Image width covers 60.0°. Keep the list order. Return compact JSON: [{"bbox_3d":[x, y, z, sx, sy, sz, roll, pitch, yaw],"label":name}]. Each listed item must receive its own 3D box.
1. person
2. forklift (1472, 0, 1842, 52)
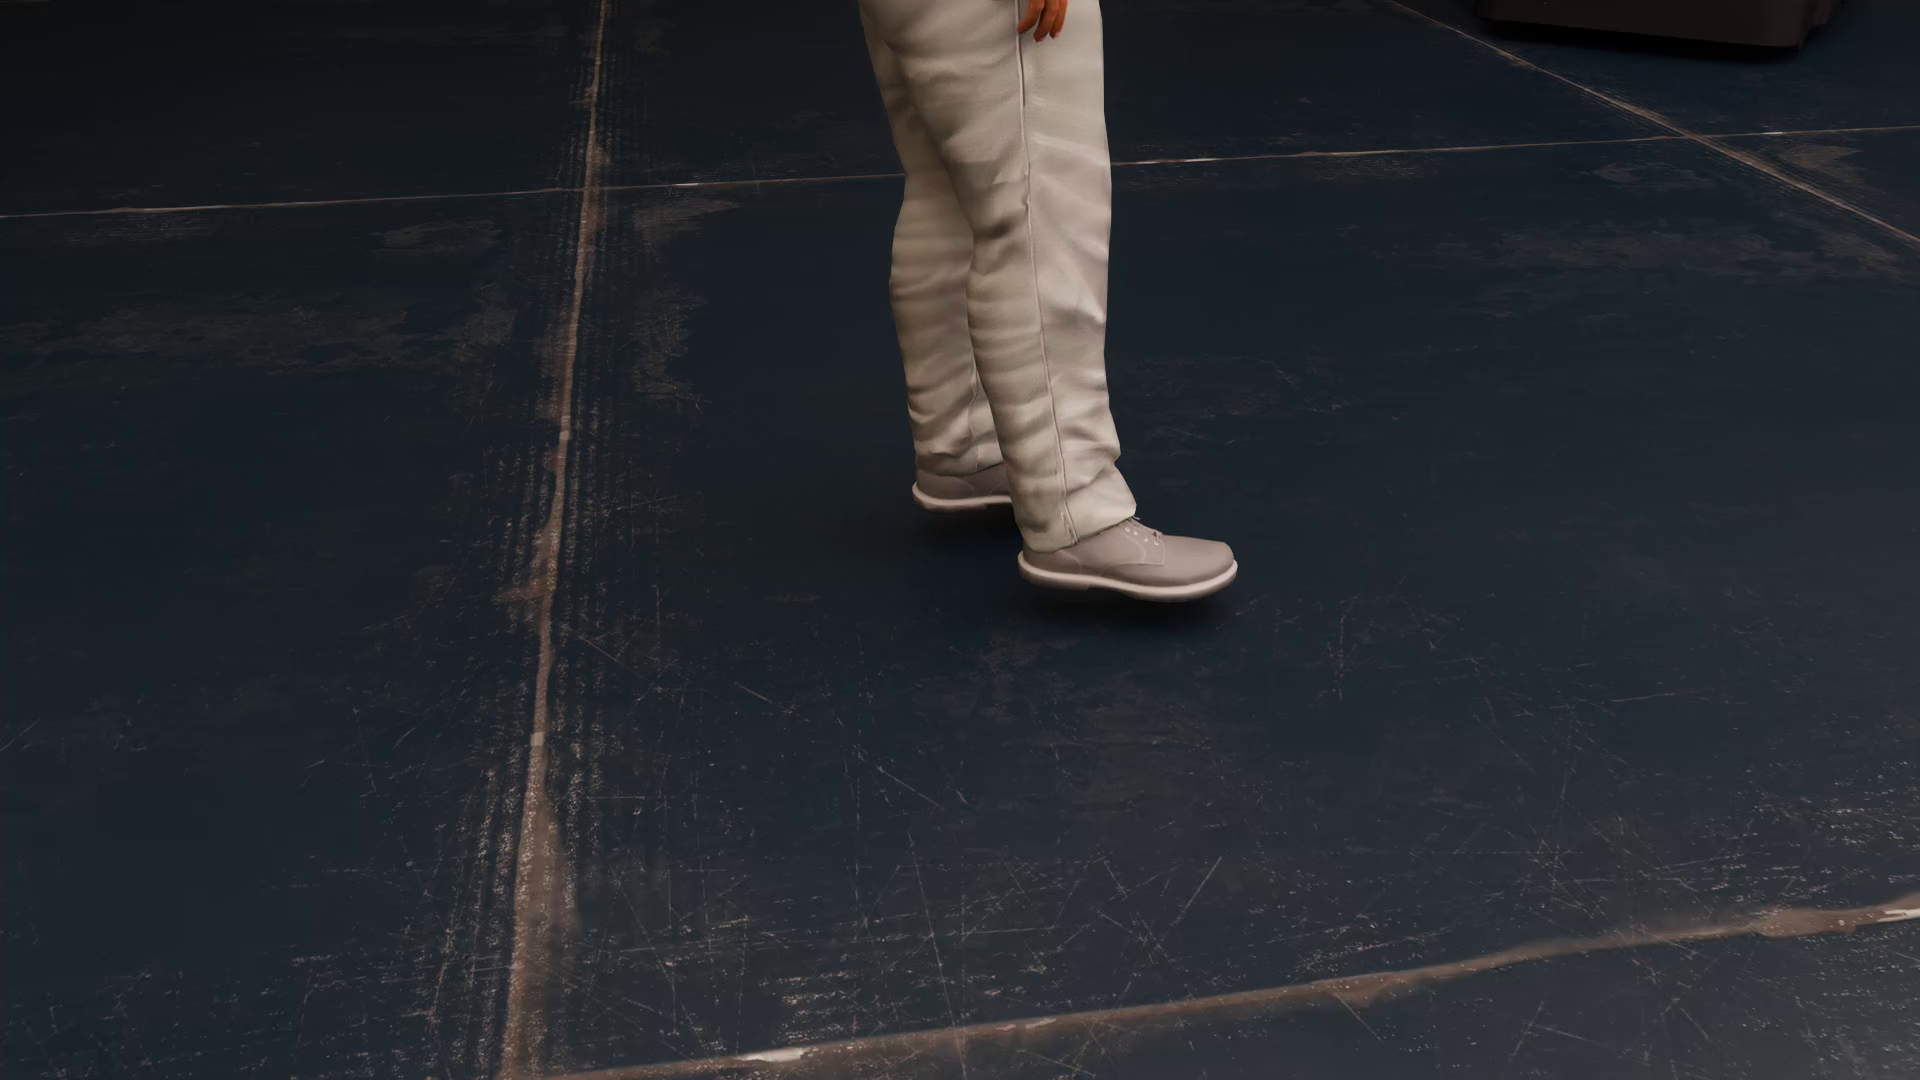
[{"bbox_3d":[0.079,-0.774,2.079,0.528,1.669,0.599,-5,28,-9],"label":"person"},{"bbox_3d":[2.987,-3.522,6.011,1.130,2.935,3.031,16,32,27],"label":"forklift"}]
